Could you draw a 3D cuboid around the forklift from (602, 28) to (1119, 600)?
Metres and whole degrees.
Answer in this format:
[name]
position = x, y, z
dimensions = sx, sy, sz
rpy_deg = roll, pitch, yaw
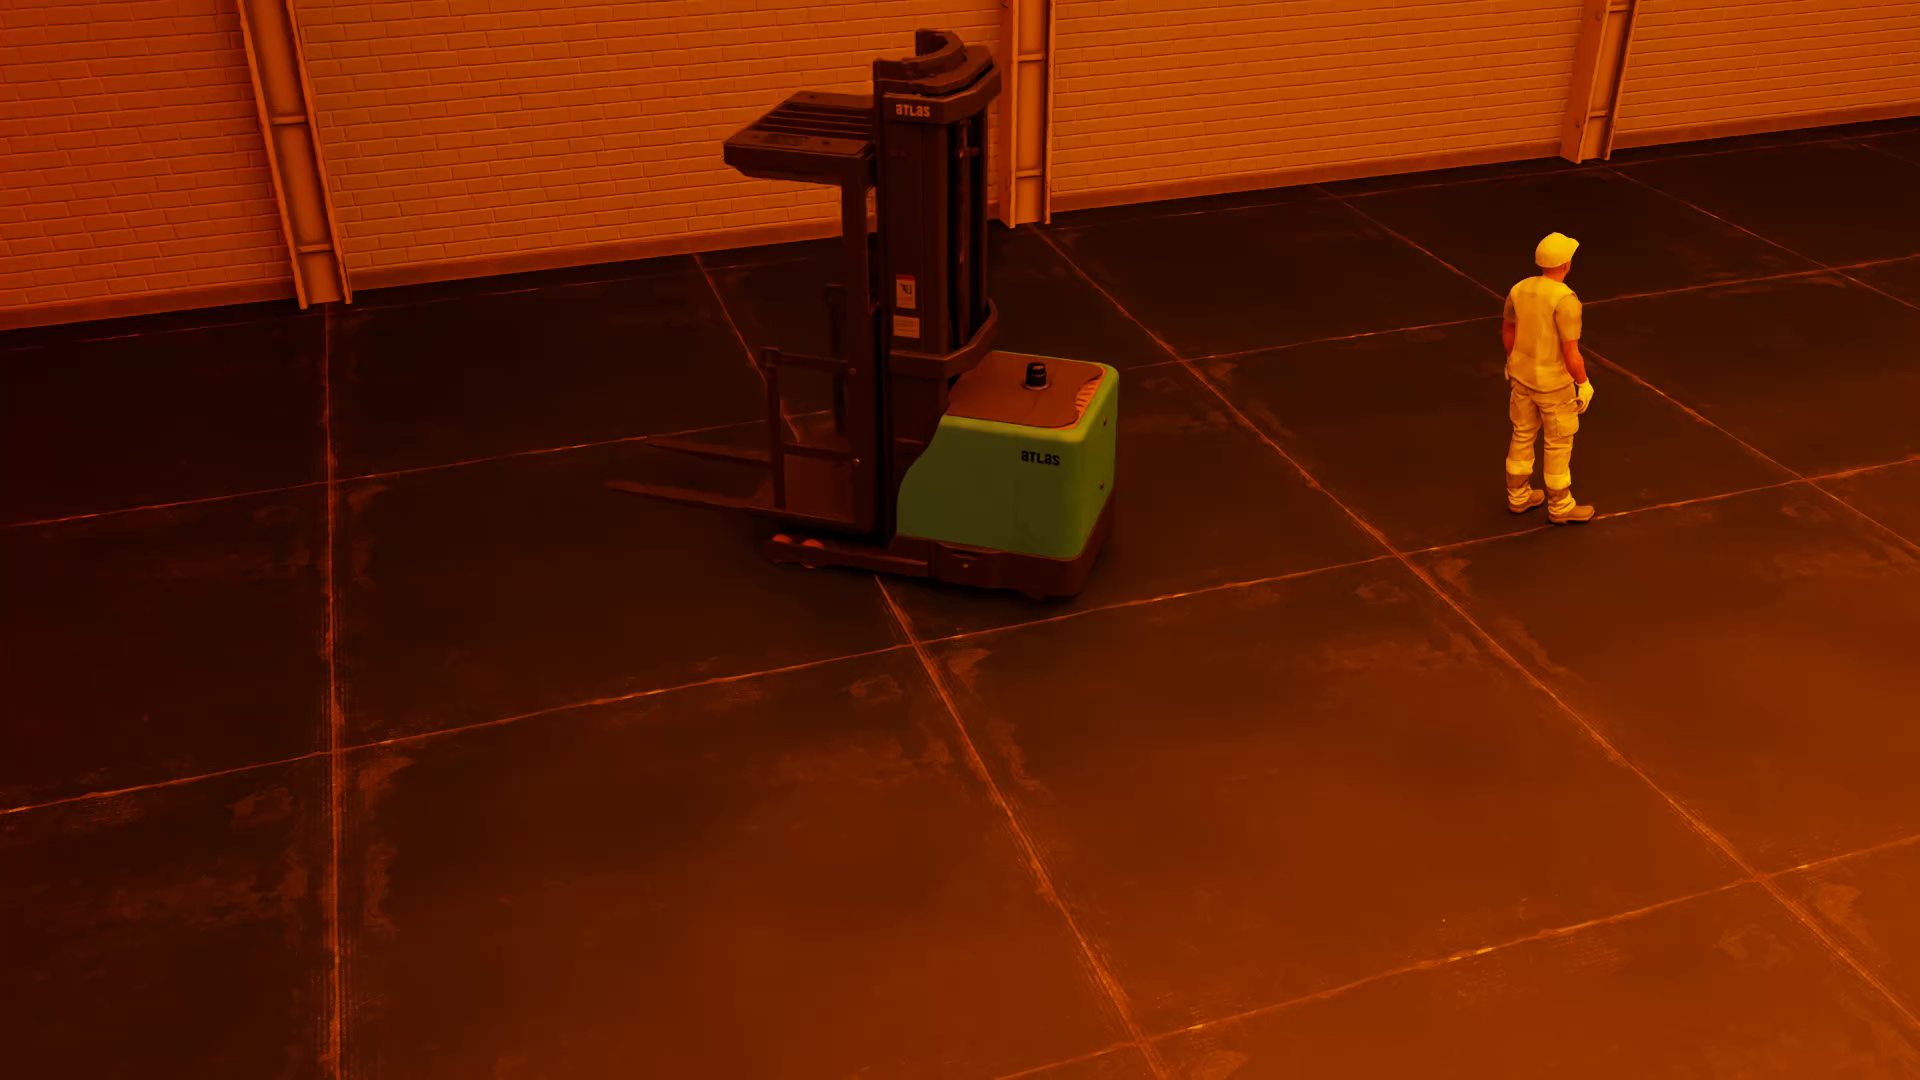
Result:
[forklift]
position = -0.643, -1.346, 9.426
dimensions = 3.031, 2.935, 1.130
rpy_deg = 9, 31, 15

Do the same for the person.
[person]
position = 3.538, -0.976, 9.914
dimensions = 0.563, 1.789, 0.637
rpy_deg = -15, 33, -24
